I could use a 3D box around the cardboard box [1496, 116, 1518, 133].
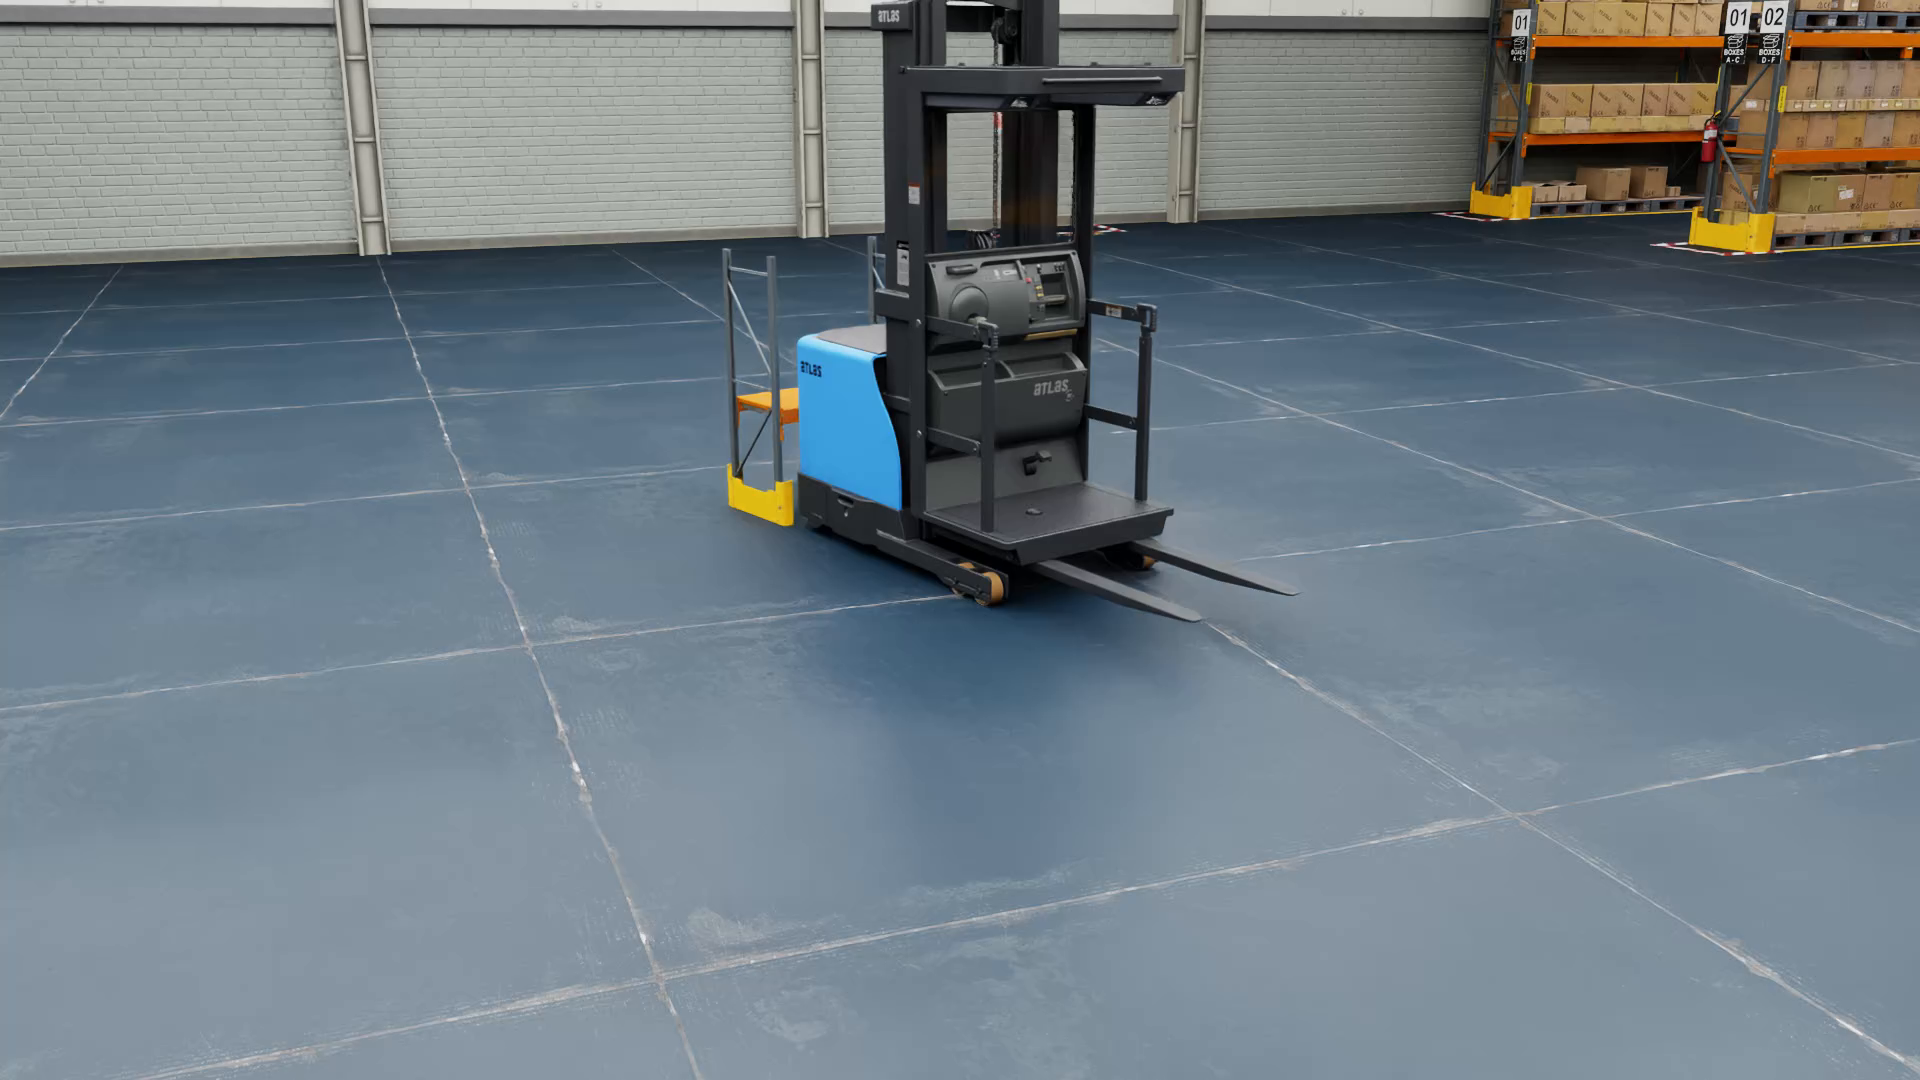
[{"bbox_3d":[9.102,-6.774,27.071,0.500,0.250,0.500,-6,17,-19],"label":"cardboard box"}]

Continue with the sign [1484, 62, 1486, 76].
[{"bbox_3d":[8.555,-7.593,27.015,0.005,0.325,0.100,-6,17,-20],"label":"sign"}]

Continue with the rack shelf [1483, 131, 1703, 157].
[{"bbox_3d":[10.602,-6.594,27.507,4.000,0.370,1.077,-6,17,-20],"label":"rack shelf"}]

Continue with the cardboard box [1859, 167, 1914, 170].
[{"bbox_3d":[13.237,-5.063,23.820,0.500,0.500,0.500,-6,17,-20],"label":"cardboard box"}]

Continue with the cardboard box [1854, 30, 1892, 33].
[{"bbox_3d":[15.629,-8.807,28.563,0.500,0.311,0.500,-6,17,-20],"label":"cardboard box"}]

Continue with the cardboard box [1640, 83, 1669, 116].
[{"bbox_3d":[11.201,-7.210,27.226,0.500,0.500,0.500,-7,18,-22],"label":"cardboard box"}]

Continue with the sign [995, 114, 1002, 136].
[{"bbox_3d":[0.602,-6.180,24.757,0.234,0.329,0.001,-6,17,-20],"label":"sign"}]

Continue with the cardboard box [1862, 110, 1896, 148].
[{"bbox_3d":[12.396,-5.683,22.950,0.500,0.500,0.700,-6,17,-18],"label":"cardboard box"}]

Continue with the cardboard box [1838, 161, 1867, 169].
[{"bbox_3d":[15.552,-6.470,29.462,0.500,0.500,0.700,-6,17,-19],"label":"cardboard box"}]

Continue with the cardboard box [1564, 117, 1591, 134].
[{"bbox_3d":[9.784,-6.697,26.811,0.500,0.250,0.500,-7,18,-22],"label":"cardboard box"}]

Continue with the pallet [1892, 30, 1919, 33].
[{"bbox_3d":[16.787,-8.972,29.338,1.003,0.211,1.213,-5,17,-18],"label":"pallet"}]

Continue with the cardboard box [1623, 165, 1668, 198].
[{"bbox_3d":[11.515,-6.038,27.990,0.500,0.500,0.500,-8,18,-24],"label":"cardboard box"}]

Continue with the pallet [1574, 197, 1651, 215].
[{"bbox_3d":[10.714,-5.602,27.800,1.213,0.211,1.003,-6,17,-20],"label":"pallet"}]

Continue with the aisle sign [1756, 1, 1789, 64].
[{"bbox_3d":[10.559,-6.595,21.618,0.004,0.787,0.394,-6,17,-20],"label":"aisle sign"}]

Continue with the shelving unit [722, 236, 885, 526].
[{"bbox_3d":[-0.767,-0.958,9.697,1.083,1.500,0.587,-13,21,-38],"label":"shelving unit"}]

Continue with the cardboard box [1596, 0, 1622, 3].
[{"bbox_3d":[10.143,-8.781,26.366,0.500,0.500,0.500,-6,17,-19],"label":"cardboard box"}]

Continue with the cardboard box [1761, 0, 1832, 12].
[{"bbox_3d":[11.049,-7.249,21.959,0.637,0.503,0.797,-5,17,-16],"label":"cardboard box"}]

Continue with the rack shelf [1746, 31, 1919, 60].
[{"bbox_3d":[12.378,-6.730,22.647,4.000,0.370,1.077,-6,17,-20],"label":"rack shelf"}]

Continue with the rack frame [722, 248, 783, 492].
[{"bbox_3d":[-1.166,-0.866,9.382,0.032,1.500,0.500,-13,21,-38],"label":"rack frame"}]

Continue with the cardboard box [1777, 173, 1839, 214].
[{"bbox_3d":[11.557,-4.723,22.663,0.500,0.500,0.500,-6,17,-20],"label":"cardboard box"}]

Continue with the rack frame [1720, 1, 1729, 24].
[{"bbox_3d":[12.470,-10.019,27.247,0.127,3.000,1.000,-6,17,-20],"label":"rack frame"}]

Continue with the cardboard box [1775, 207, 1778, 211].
[{"bbox_3d":[11.369,-4.502,23.241,0.500,0.250,0.500,-6,17,-20],"label":"cardboard box"}]

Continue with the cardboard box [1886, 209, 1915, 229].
[{"bbox_3d":[12.959,-4.514,23.281,0.500,0.250,0.500,-6,17,-20],"label":"cardboard box"}]

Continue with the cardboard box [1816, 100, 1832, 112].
[{"bbox_3d":[11.433,-5.829,22.296,0.250,0.149,0.380,-6,17,-20],"label":"cardboard box"}]

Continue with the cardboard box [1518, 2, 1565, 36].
[{"bbox_3d":[9.137,-8.202,26.170,0.500,0.500,0.500,-6,17,-19],"label":"cardboard box"}]

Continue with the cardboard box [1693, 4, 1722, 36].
[{"bbox_3d":[12.085,-8.522,27.257,0.500,0.500,0.500,-6,17,-19],"label":"cardboard box"}]

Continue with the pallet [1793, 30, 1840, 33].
[{"bbox_3d":[14.052,-8.630,28.171,1.003,0.211,1.213,-6,17,-20],"label":"pallet"}]

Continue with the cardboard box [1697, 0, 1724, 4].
[{"bbox_3d":[12.099,-8.996,27.097,0.500,0.500,0.500,-8,18,-25],"label":"cardboard box"}]

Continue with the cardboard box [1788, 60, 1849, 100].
[{"bbox_3d":[11.490,-6.209,22.437,0.500,0.500,0.700,-7,18,-22],"label":"cardboard box"}]

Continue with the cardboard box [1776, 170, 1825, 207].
[{"bbox_3d":[11.834,-4.914,23.312,0.500,0.500,0.500,-6,17,-20],"label":"cardboard box"}]

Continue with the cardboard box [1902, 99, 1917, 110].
[{"bbox_3d":[12.883,-5.986,22.830,0.250,0.149,0.380,-6,17,-18],"label":"cardboard box"}]

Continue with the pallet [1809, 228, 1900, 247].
[{"bbox_3d":[12.347,-4.307,23.390,1.213,0.211,1.003,-6,17,-20],"label":"pallet"}]

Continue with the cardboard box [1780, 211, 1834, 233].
[{"bbox_3d":[11.557,-4.364,22.770,0.500,0.250,0.500,-6,17,-20],"label":"cardboard box"}]

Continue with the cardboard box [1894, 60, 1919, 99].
[{"bbox_3d":[12.895,-6.361,22.954,0.500,0.500,0.700,-6,17,-20],"label":"cardboard box"}]

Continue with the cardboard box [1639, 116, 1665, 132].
[{"bbox_3d":[11.204,-6.848,27.326,0.500,0.250,0.500,-6,17,-20],"label":"cardboard box"}]

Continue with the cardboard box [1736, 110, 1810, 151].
[{"bbox_3d":[10.951,-5.526,22.416,0.500,0.500,0.700,-6,17,-20],"label":"cardboard box"}]

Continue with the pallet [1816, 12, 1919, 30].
[{"bbox_3d":[12.321,-7.020,22.514,1.213,0.211,1.003,-6,17,-20],"label":"pallet"}]

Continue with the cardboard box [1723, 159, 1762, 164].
[{"bbox_3d":[13.561,-6.636,28.699,0.500,0.250,0.500,-7,18,-21],"label":"cardboard box"}]

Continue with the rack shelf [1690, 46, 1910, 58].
[{"bbox_3d":[14.338,-8.437,28.457,4.000,0.370,1.077,-6,17,-20],"label":"rack shelf"}]

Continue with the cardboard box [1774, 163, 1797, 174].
[{"bbox_3d":[14.107,-6.337,29.011,0.500,0.500,0.700,-6,17,-19],"label":"cardboard box"}]

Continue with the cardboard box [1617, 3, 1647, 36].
[{"bbox_3d":[10.627,-8.360,26.707,0.500,0.500,0.500,-5,17,-17],"label":"cardboard box"}]

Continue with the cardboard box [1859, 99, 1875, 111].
[{"bbox_3d":[12.156,-5.907,22.562,0.250,0.149,0.380,-6,18,-21],"label":"cardboard box"}]

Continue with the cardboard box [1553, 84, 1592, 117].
[{"bbox_3d":[9.753,-7.051,26.687,0.500,0.500,0.500,-6,17,-20],"label":"cardboard box"}]

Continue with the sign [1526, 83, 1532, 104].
[{"bbox_3d":[8.929,-7.010,26.111,0.005,0.325,0.100,-6,17,-20],"label":"sign"}]

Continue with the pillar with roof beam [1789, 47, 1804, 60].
[{"bbox_3d":[16.222,-9.387,25.092,0.400,9.000,9.100,-6,17,-20],"label":"pillar with roof beam"}]

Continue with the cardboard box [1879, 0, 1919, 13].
[{"bbox_3d":[12.663,-7.463,22.687,0.637,0.503,0.797,-4,17,-14],"label":"cardboard box"}]

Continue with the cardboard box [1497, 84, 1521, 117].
[{"bbox_3d":[9.099,-7.139,26.984,0.500,0.500,0.500,-6,18,-21],"label":"cardboard box"}]

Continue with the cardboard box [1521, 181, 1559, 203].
[{"bbox_3d":[9.413,-5.705,27.193,0.500,0.311,0.500,-8,18,-26],"label":"cardboard box"}]

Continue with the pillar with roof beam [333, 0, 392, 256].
[{"bbox_3d":[-6.189,-6.967,16.852,0.400,9.000,9.100,-6,17,-20],"label":"pillar with roof beam"}]

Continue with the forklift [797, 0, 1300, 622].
[{"bbox_3d":[0.370,-1.243,8.130,1.130,2.935,3.031,-12,20,-35],"label":"forklift"}]

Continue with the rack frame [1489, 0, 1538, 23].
[{"bbox_3d":[8.735,-9.616,25.873,0.127,3.000,1.000,-6,17,-20],"label":"rack frame"}]

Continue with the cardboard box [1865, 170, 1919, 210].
[{"bbox_3d":[12.955,-4.877,23.186,0.500,0.500,0.500,-6,17,-20],"label":"cardboard box"}]
